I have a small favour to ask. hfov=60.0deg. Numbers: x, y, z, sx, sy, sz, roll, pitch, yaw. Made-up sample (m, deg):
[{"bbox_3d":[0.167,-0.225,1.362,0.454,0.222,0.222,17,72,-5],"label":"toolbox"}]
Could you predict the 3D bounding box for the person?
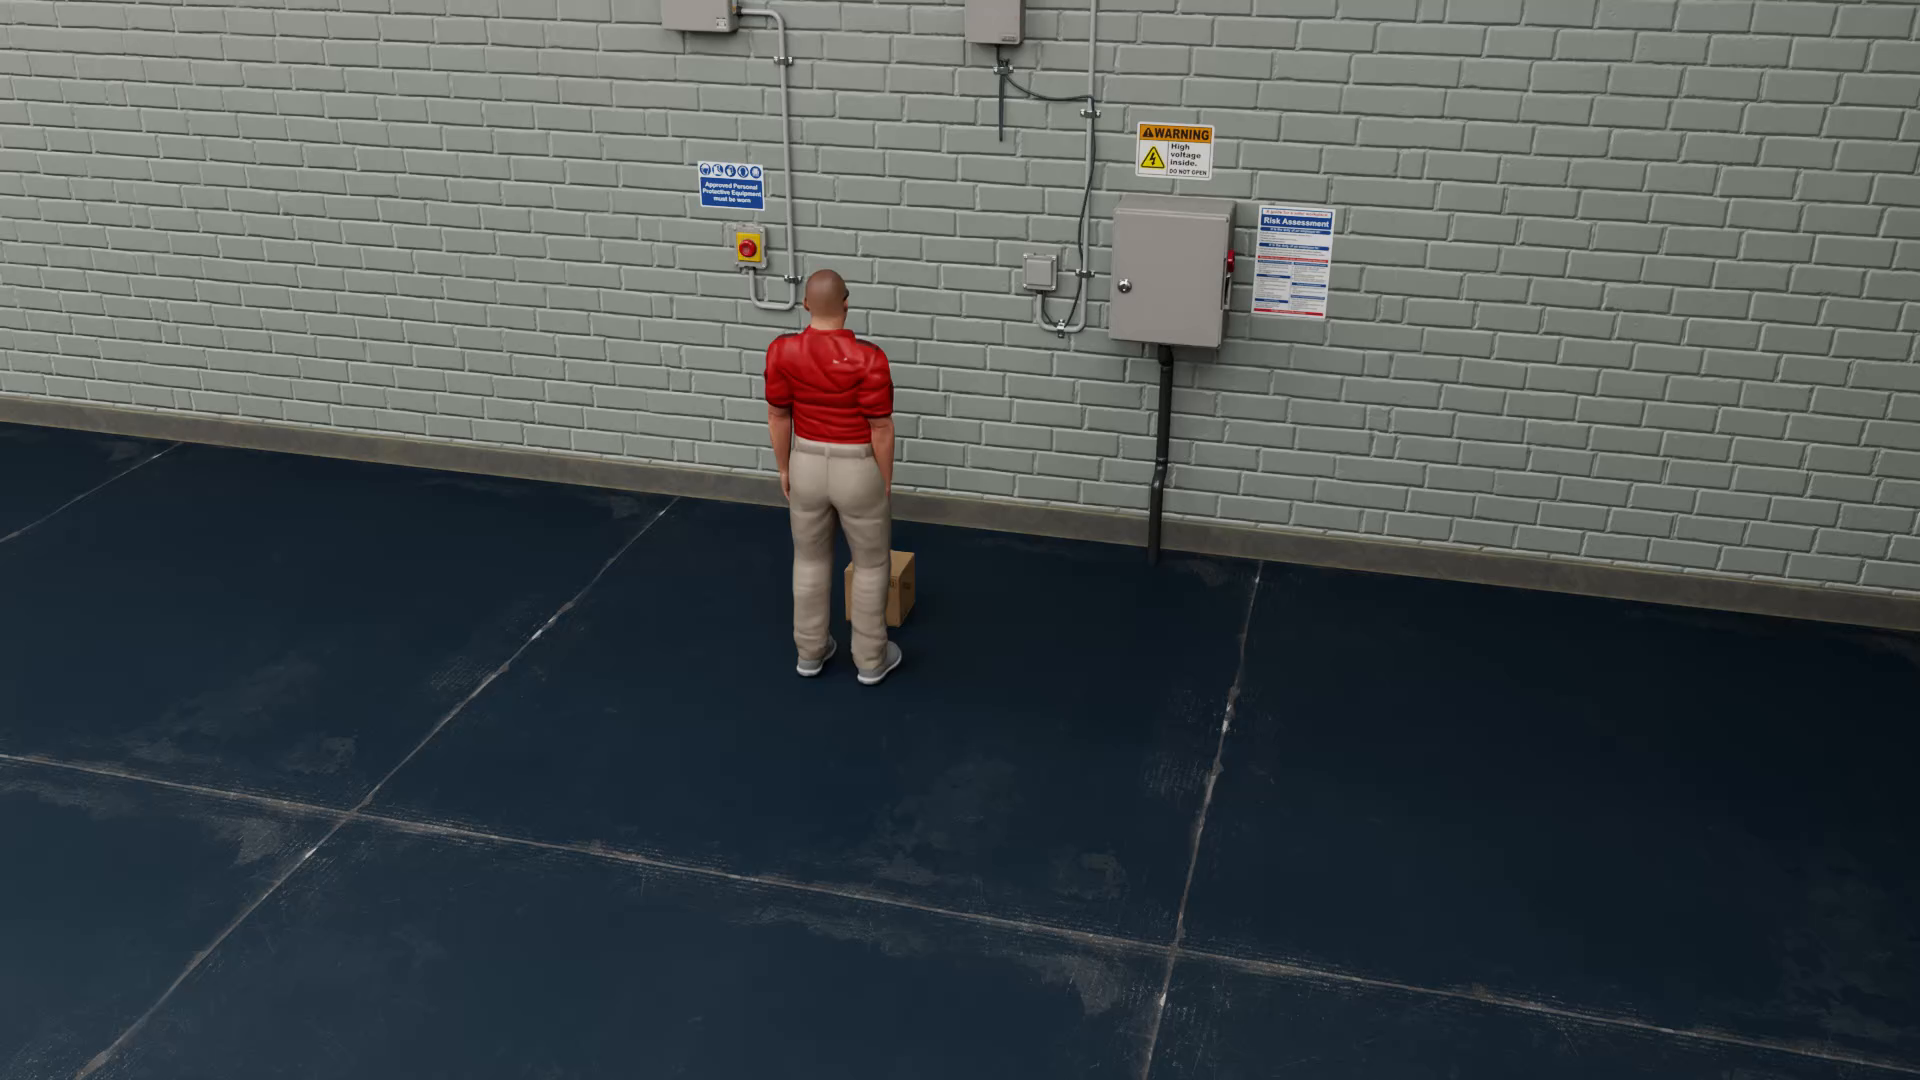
[{"bbox_3d":[-0.496,-0.212,6.699,0.526,1.628,0.354,7,26,14],"label":"person"}]
